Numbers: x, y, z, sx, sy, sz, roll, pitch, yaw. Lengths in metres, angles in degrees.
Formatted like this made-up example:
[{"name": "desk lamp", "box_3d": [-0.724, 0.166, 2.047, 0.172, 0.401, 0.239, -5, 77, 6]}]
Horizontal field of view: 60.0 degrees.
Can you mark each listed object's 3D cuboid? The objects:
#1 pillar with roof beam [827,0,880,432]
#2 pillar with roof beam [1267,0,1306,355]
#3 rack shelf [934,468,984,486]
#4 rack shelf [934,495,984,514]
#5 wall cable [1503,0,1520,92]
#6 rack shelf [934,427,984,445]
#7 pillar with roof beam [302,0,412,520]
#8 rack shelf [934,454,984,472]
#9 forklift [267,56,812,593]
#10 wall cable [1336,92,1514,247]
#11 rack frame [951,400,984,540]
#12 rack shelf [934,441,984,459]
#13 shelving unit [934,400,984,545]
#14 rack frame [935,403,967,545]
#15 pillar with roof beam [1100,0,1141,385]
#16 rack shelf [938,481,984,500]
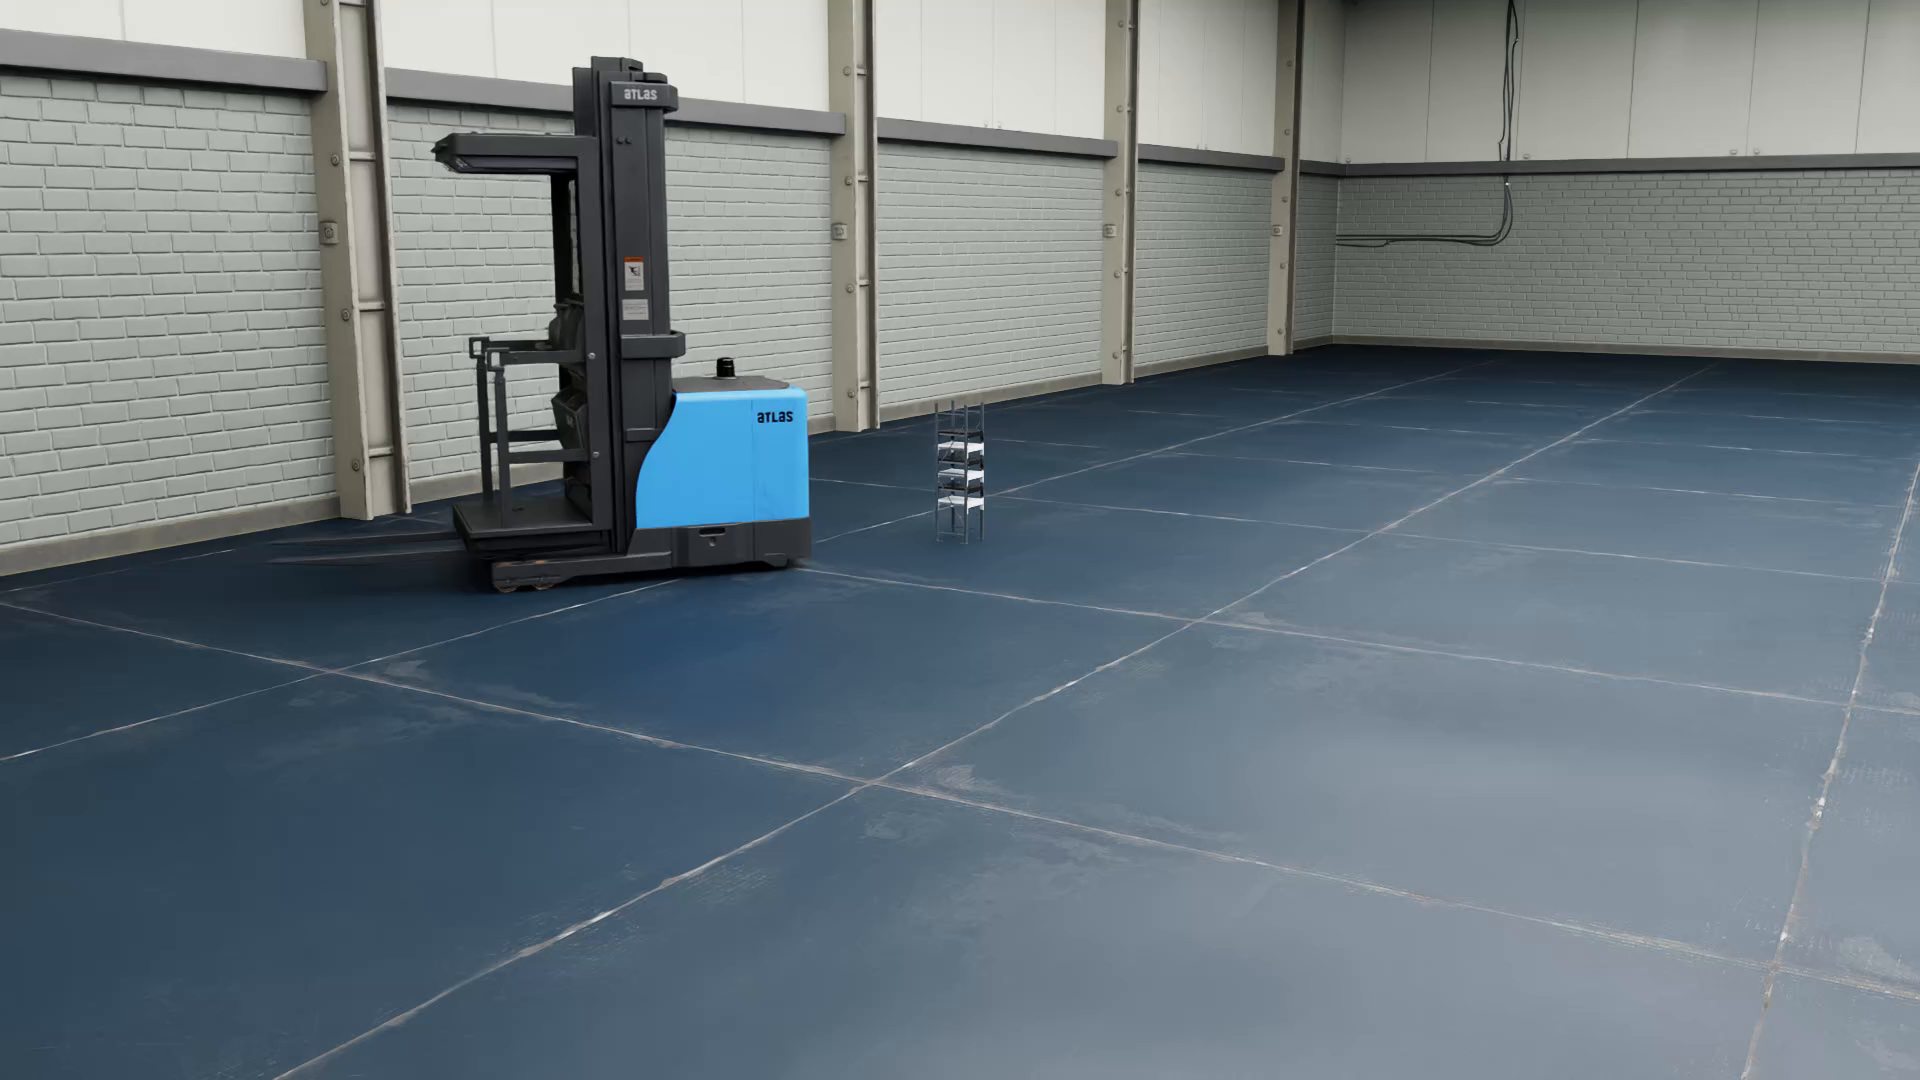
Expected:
[{"name": "pillar with roof beam", "box_3d": [2.630, -5.138, 13.860, 9.100, 9.000, 0.400, 6, 12, 31]}, {"name": "pillar with roof beam", "box_3d": [8.860, -7.025, 23.941, 9.100, 9.000, 0.400, 6, 12, 31]}, {"name": "rack shelf", "box_3d": [-0.004, -0.408, 10.785, 0.258, 0.077, 0.200, 6, 12, 31]}, {"name": "rack shelf", "box_3d": [-0.004, -0.231, 10.818, 0.258, 0.077, 0.200, 6, 12, 31]}, {"name": "wall cable", "box_3d": [10.152, -8.471, 26.378, 3.097, 2.526, 0.112, 6, 12, 31]}, {"name": "rack shelf", "box_3d": [-0.004, -0.674, 10.736, 0.258, 0.077, 0.200, 6, 12, 31]}, {"name": "pillar with roof beam", "box_3d": [-0.486, -4.195, 8.820, 9.100, 9.000, 0.400, 6, 12, 31]}, {"name": "rack shelf", "box_3d": [-0.004, -0.497, 10.769, 0.258, 0.077, 0.200, 6, 12, 31]}, {"name": "forklift", "box_3d": [-2.460, -1.257, 9.616, 3.031, 2.935, 1.130, -4, 11, -21]}, {"name": "wall cable", "box_3d": [7.840, -6.247, 28.224, 3.097, 2.526, 0.112, 6, 12, 31]}, {"name": "rack frame", "box_3d": [0.049, -0.457, 10.864, 0.240, 0.900, 0.006, 6, 12, 31]}, {"name": "rack shelf", "box_3d": [-0.004, -0.585, 10.752, 0.258, 0.077, 0.200, 6, 12, 31]}, {"name": "shelving unit", "box_3d": [-0.004, -0.441, 10.779, 0.258, 0.900, 0.210, 6, 12, 31]}, {"name": "rack frame", "box_3d": [-0.057, -0.425, 10.694, 0.240, 0.900, 0.006, 6, 12, 31]}, {"name": "pillar with roof beam", "box_3d": [5.745, -6.082, 18.900, 9.100, 9.000, 0.400, 6, 12, 31]}, {"name": "rack shelf", "box_3d": [-0.004, -0.320, 10.802, 0.258, 0.077, 0.200, 6, 12, 31]}]
